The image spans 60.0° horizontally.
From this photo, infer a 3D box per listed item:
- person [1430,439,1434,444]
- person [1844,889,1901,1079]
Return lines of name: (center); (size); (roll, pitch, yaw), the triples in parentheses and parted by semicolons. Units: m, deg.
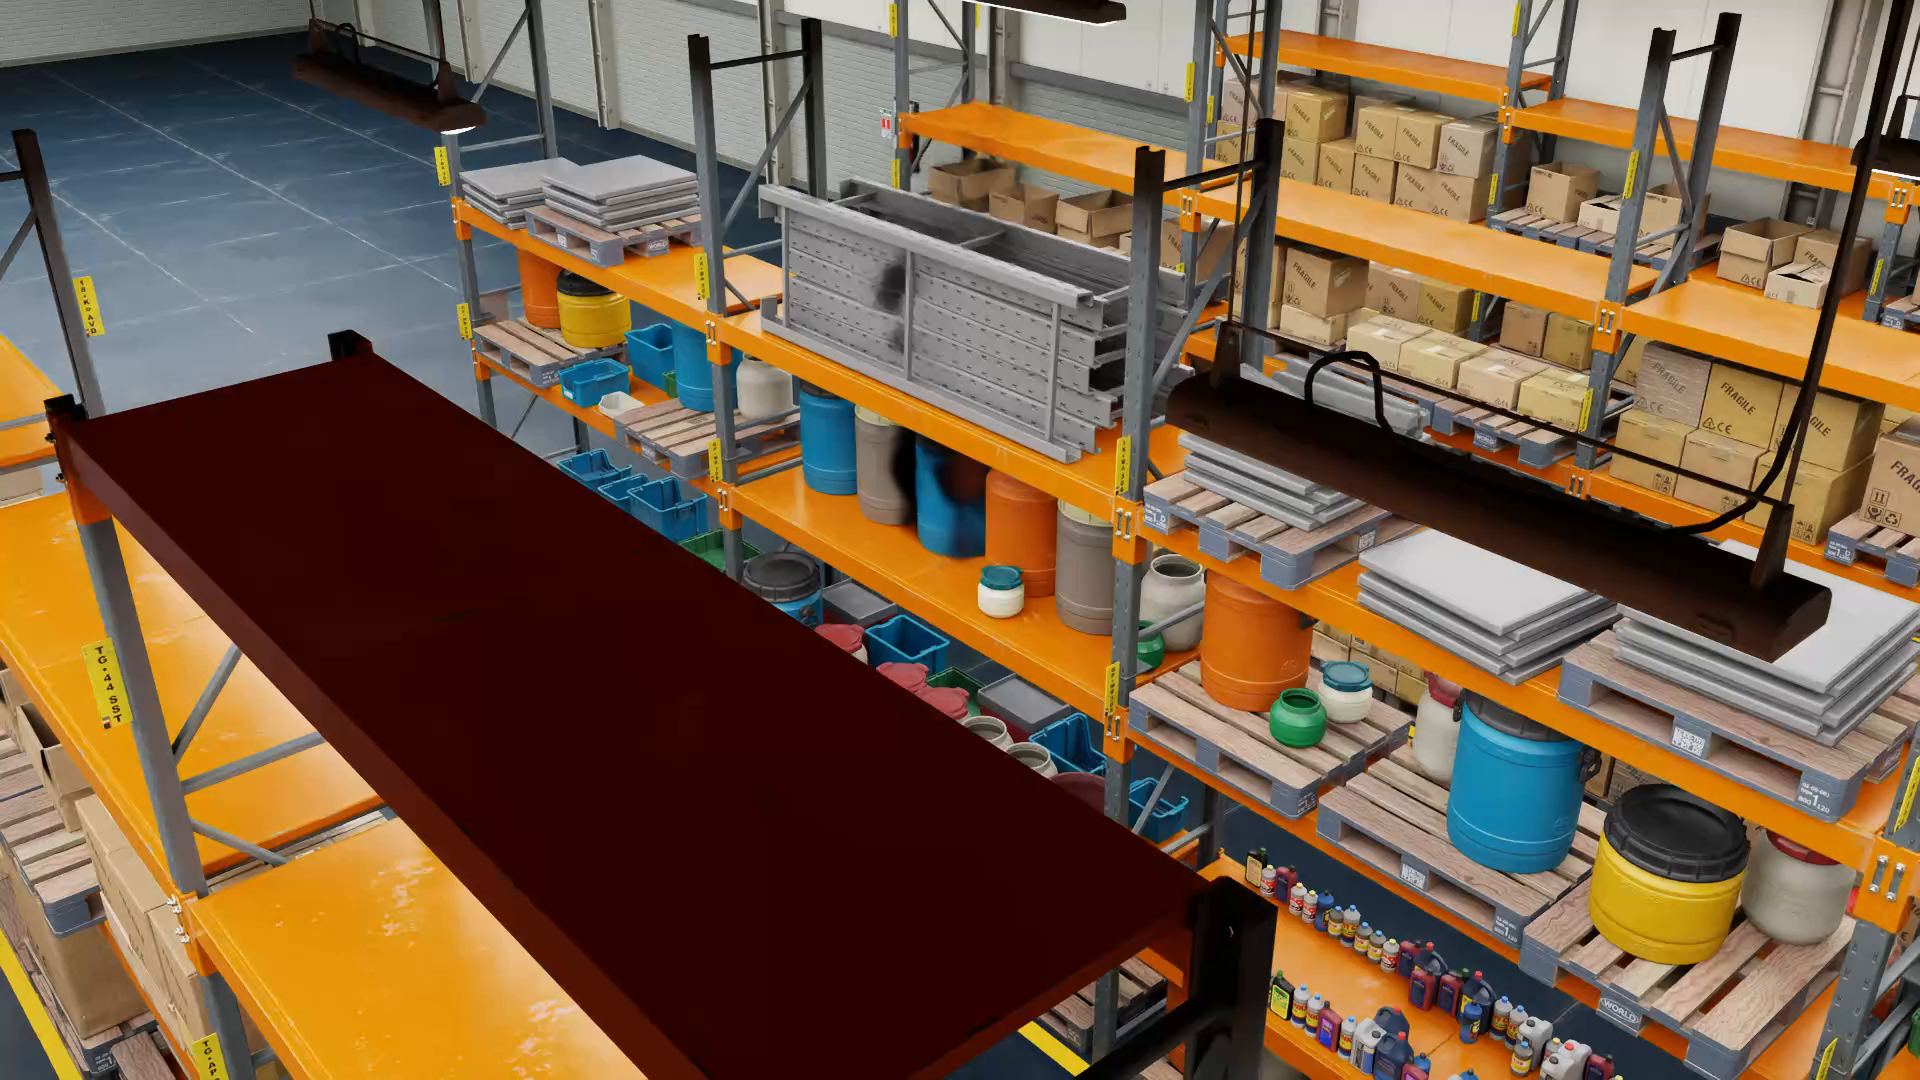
person: (4.460, -0.714, 16.999); (0.897, 1.836, 0.680); (22, 34, 36)
person: (5.285, 2.802, 10.122); (0.677, 1.737, 0.659); (18, 32, 32)
